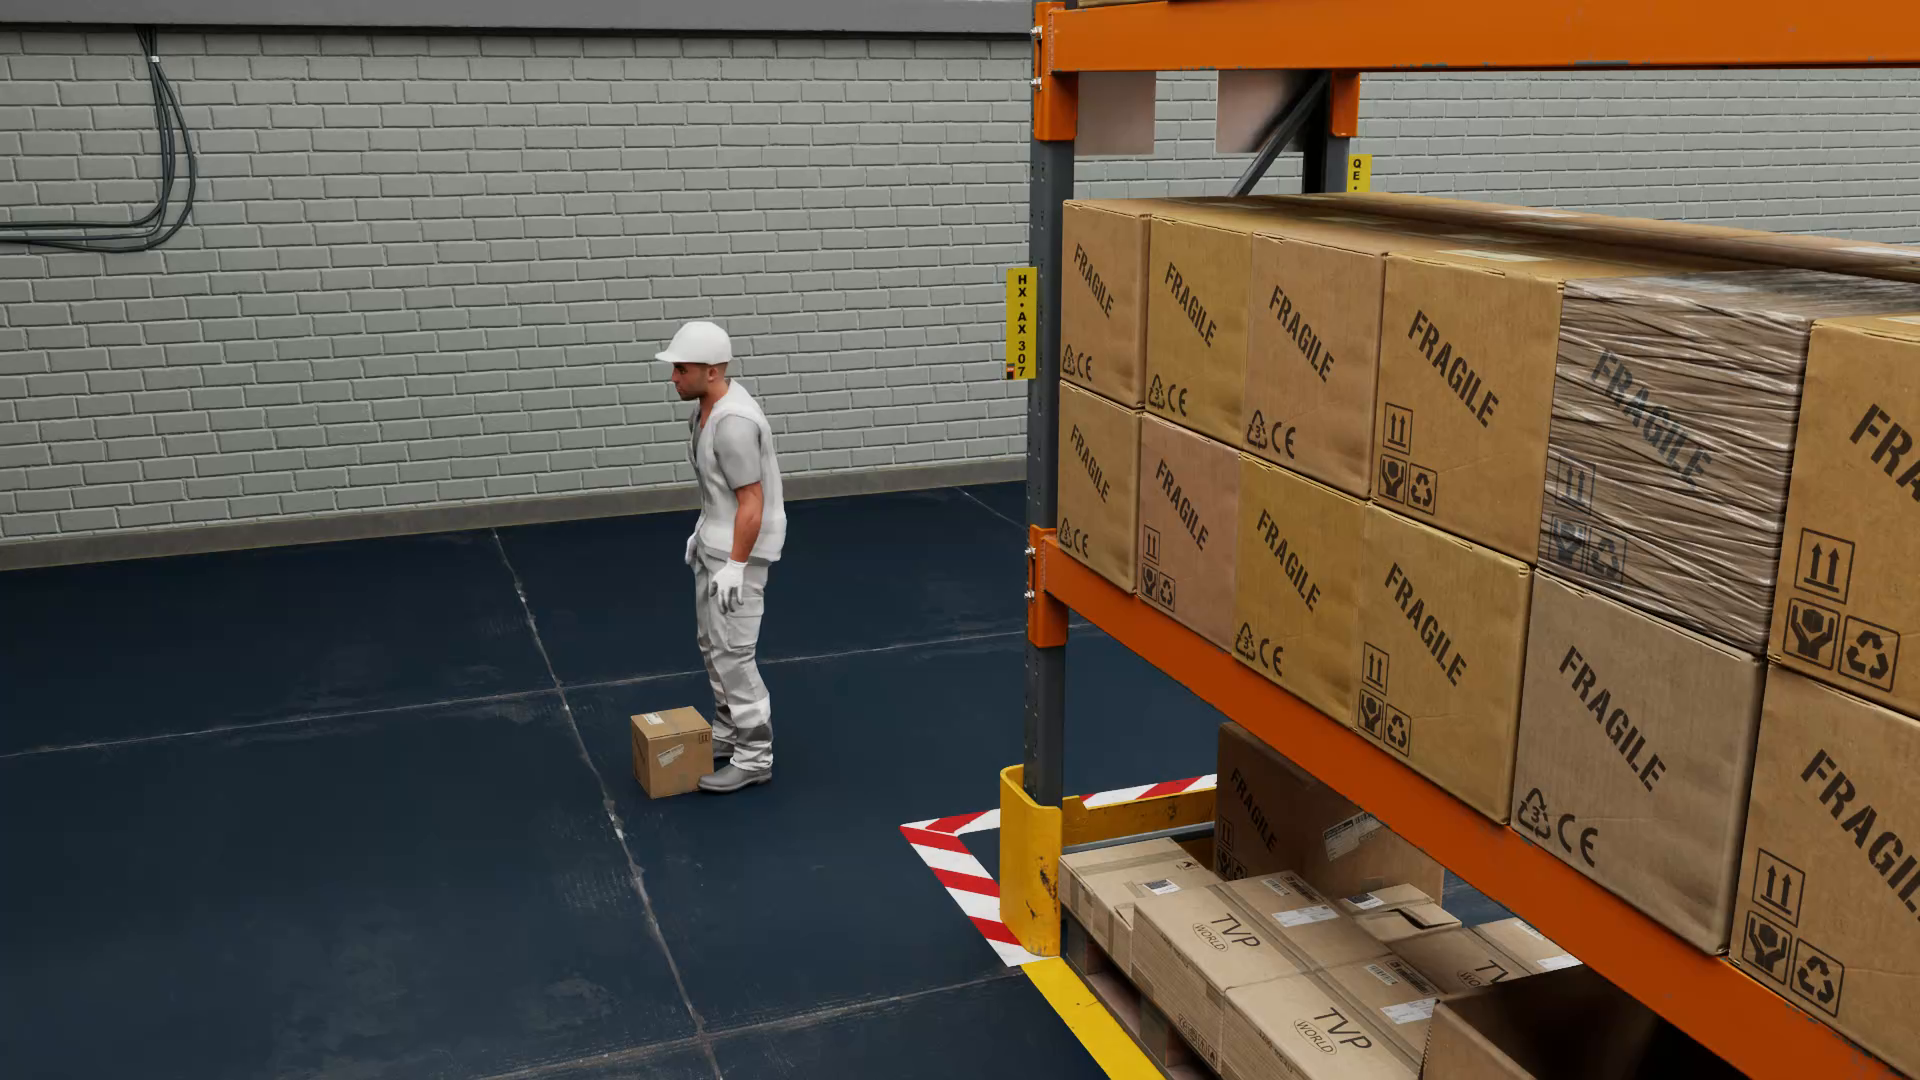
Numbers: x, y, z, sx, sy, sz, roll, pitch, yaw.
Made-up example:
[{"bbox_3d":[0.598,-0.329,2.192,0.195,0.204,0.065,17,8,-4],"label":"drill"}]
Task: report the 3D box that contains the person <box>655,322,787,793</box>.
[{"bbox_3d":[-0.895,0.058,6.284,0.448,1.780,0.609,-6,16,-20],"label":"person"}]
